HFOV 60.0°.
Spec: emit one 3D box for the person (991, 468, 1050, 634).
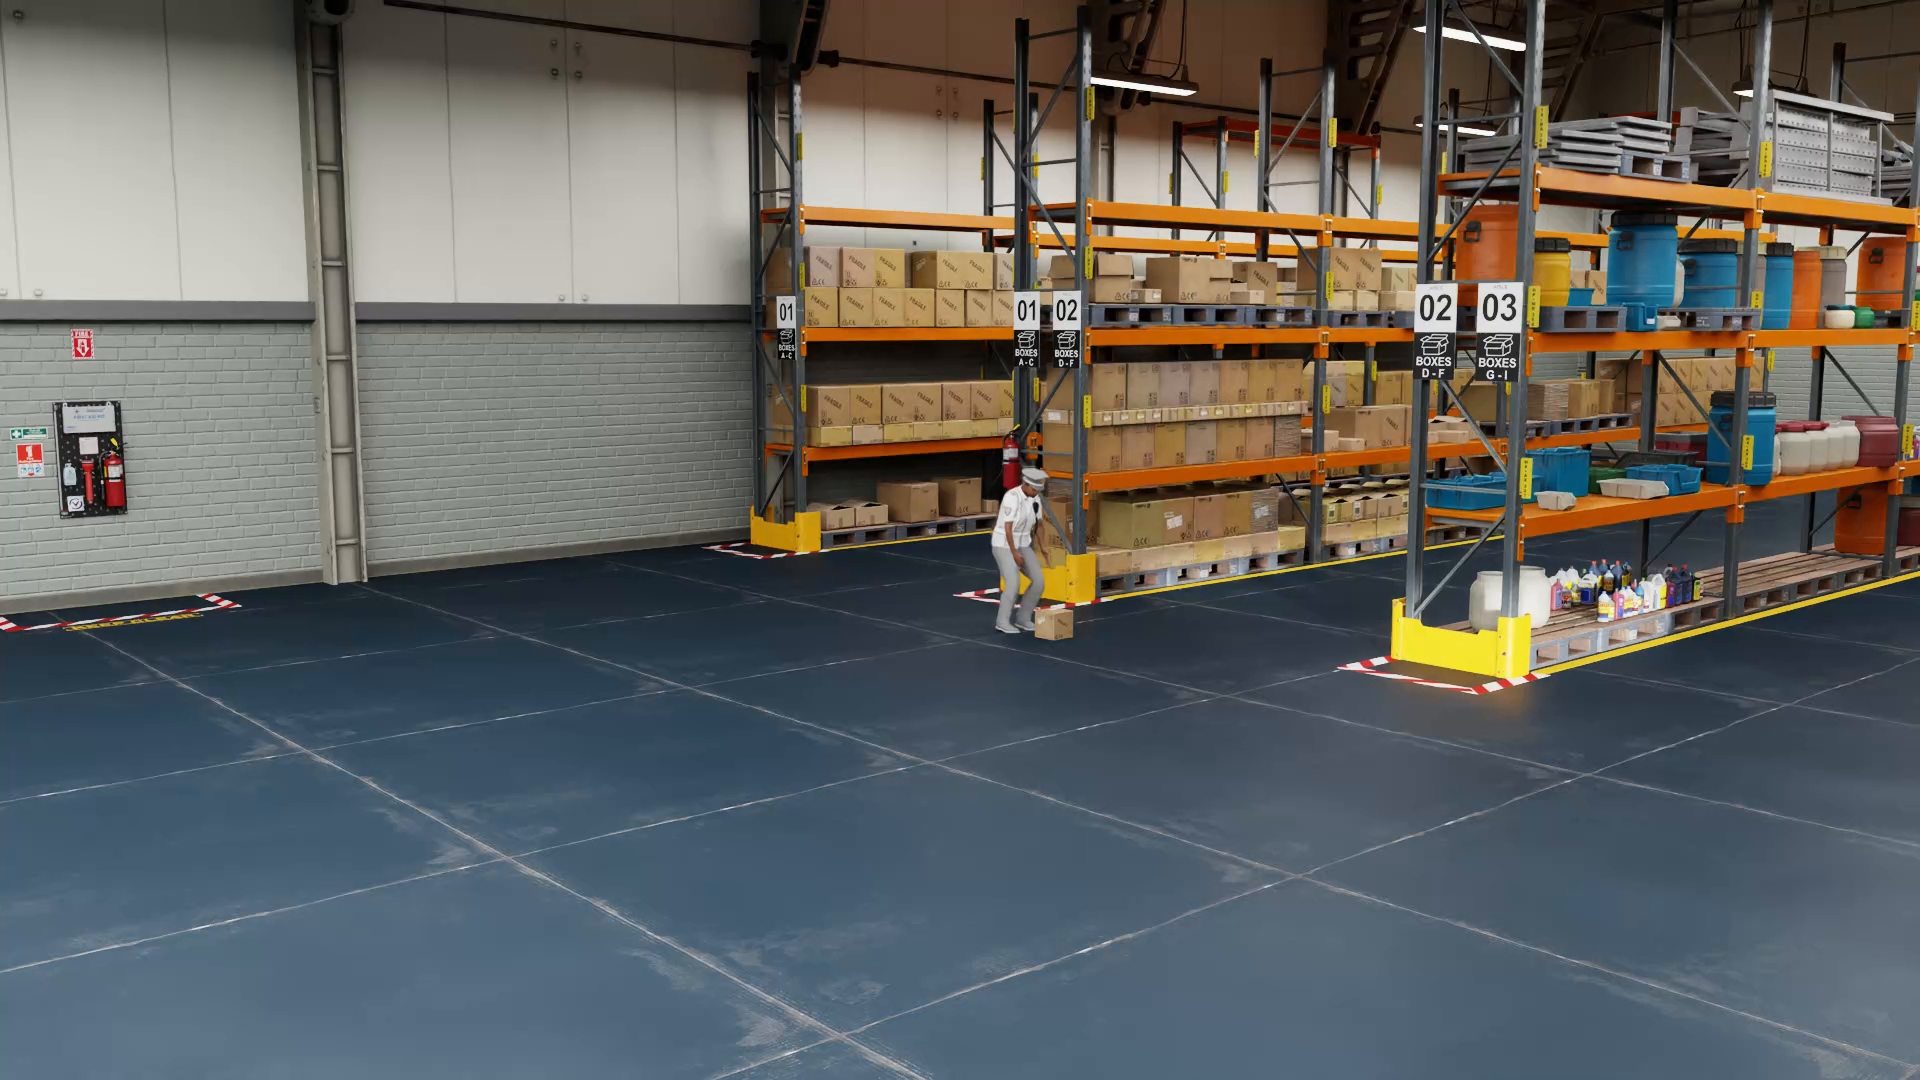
[{"bbox_3d":[0.587,0.092,15.586,0.480,1.546,0.563,-6,10,-40],"label":"person"}]
